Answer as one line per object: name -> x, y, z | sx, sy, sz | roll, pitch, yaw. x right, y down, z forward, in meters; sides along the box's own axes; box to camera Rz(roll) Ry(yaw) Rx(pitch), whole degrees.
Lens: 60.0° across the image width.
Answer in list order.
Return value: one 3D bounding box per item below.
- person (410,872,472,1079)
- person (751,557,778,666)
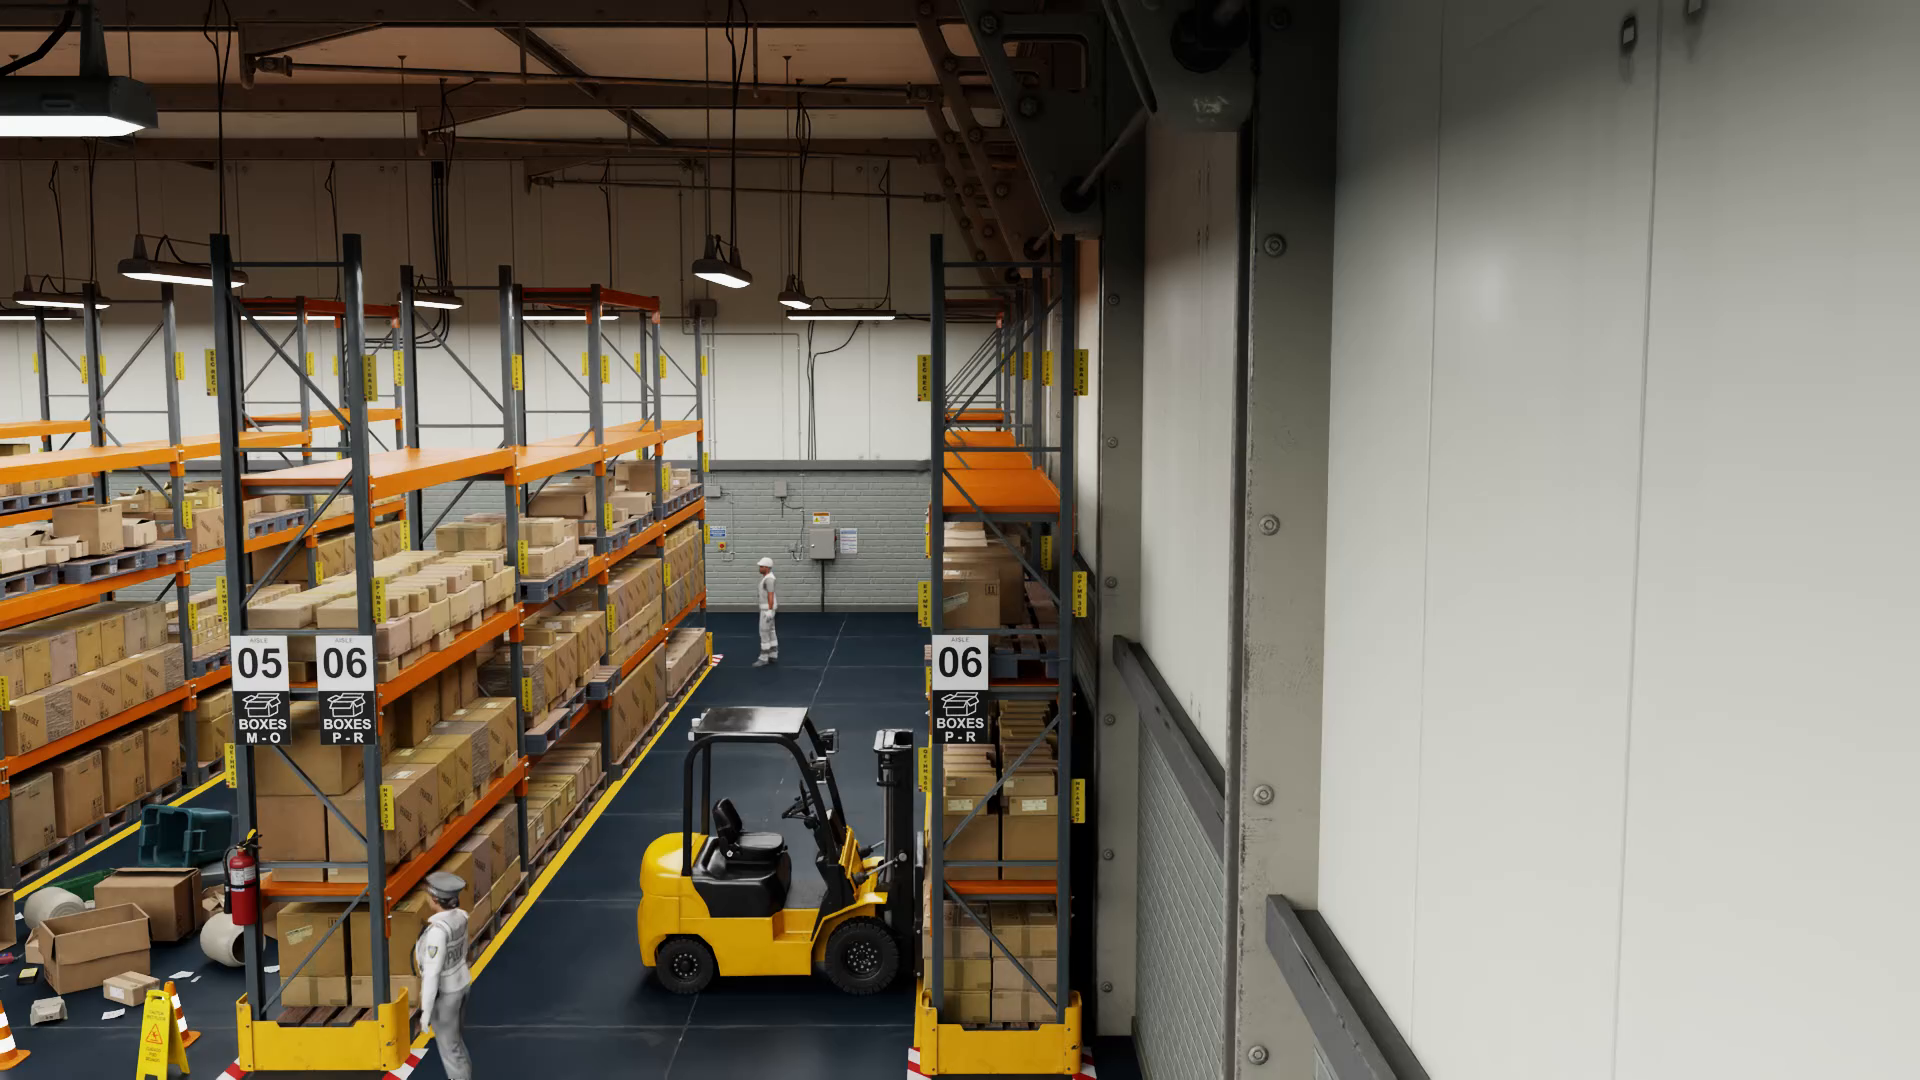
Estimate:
person -> -3.483, 3.105, 11.250 | 0.378, 1.722, 0.578 | 0, 6, 4
person -> -3.307, 1.190, 28.047 | 0.465, 1.813, 0.611 | -1, 6, -7
